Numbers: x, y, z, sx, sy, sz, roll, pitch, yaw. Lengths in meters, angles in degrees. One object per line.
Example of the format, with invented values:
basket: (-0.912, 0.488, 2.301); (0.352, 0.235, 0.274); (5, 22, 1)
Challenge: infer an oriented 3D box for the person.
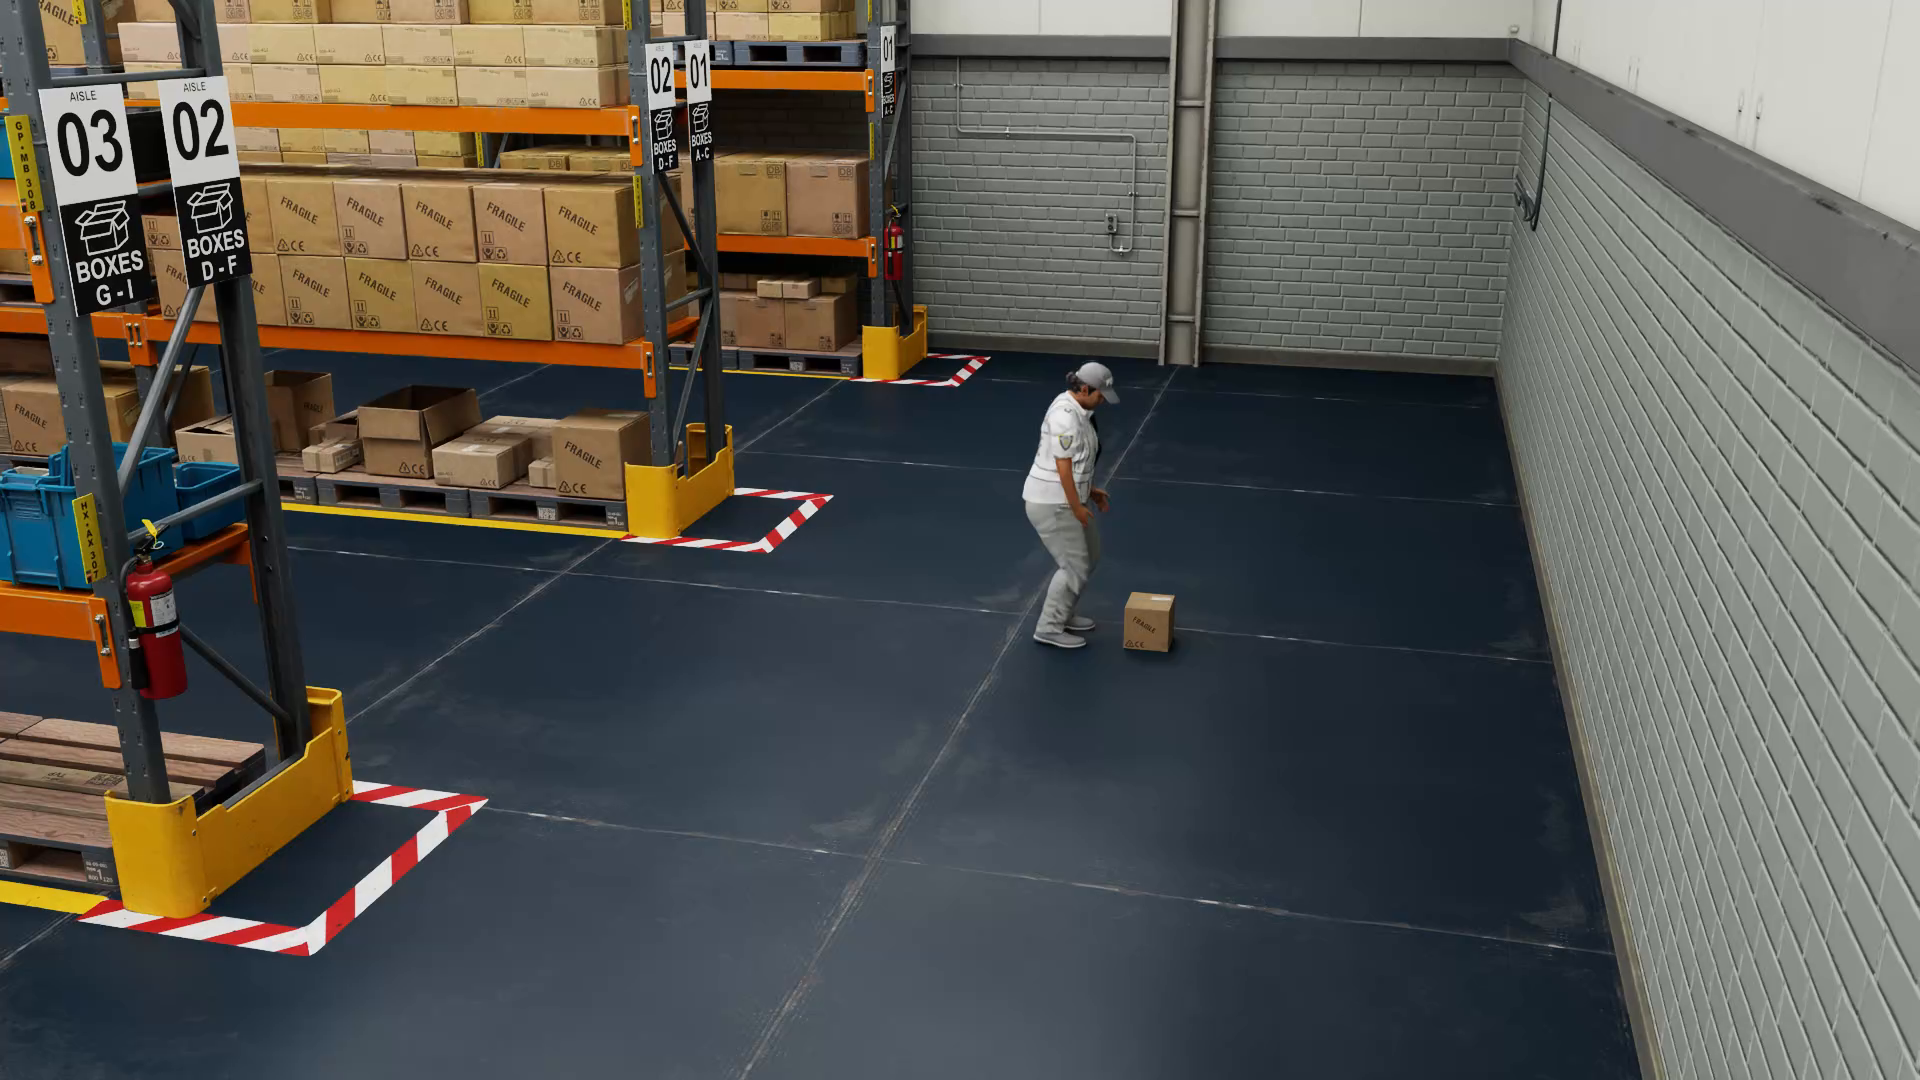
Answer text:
person: (0.622, -0.215, 9.328); (0.513, 1.600, 0.504); (5, 19, 15)
